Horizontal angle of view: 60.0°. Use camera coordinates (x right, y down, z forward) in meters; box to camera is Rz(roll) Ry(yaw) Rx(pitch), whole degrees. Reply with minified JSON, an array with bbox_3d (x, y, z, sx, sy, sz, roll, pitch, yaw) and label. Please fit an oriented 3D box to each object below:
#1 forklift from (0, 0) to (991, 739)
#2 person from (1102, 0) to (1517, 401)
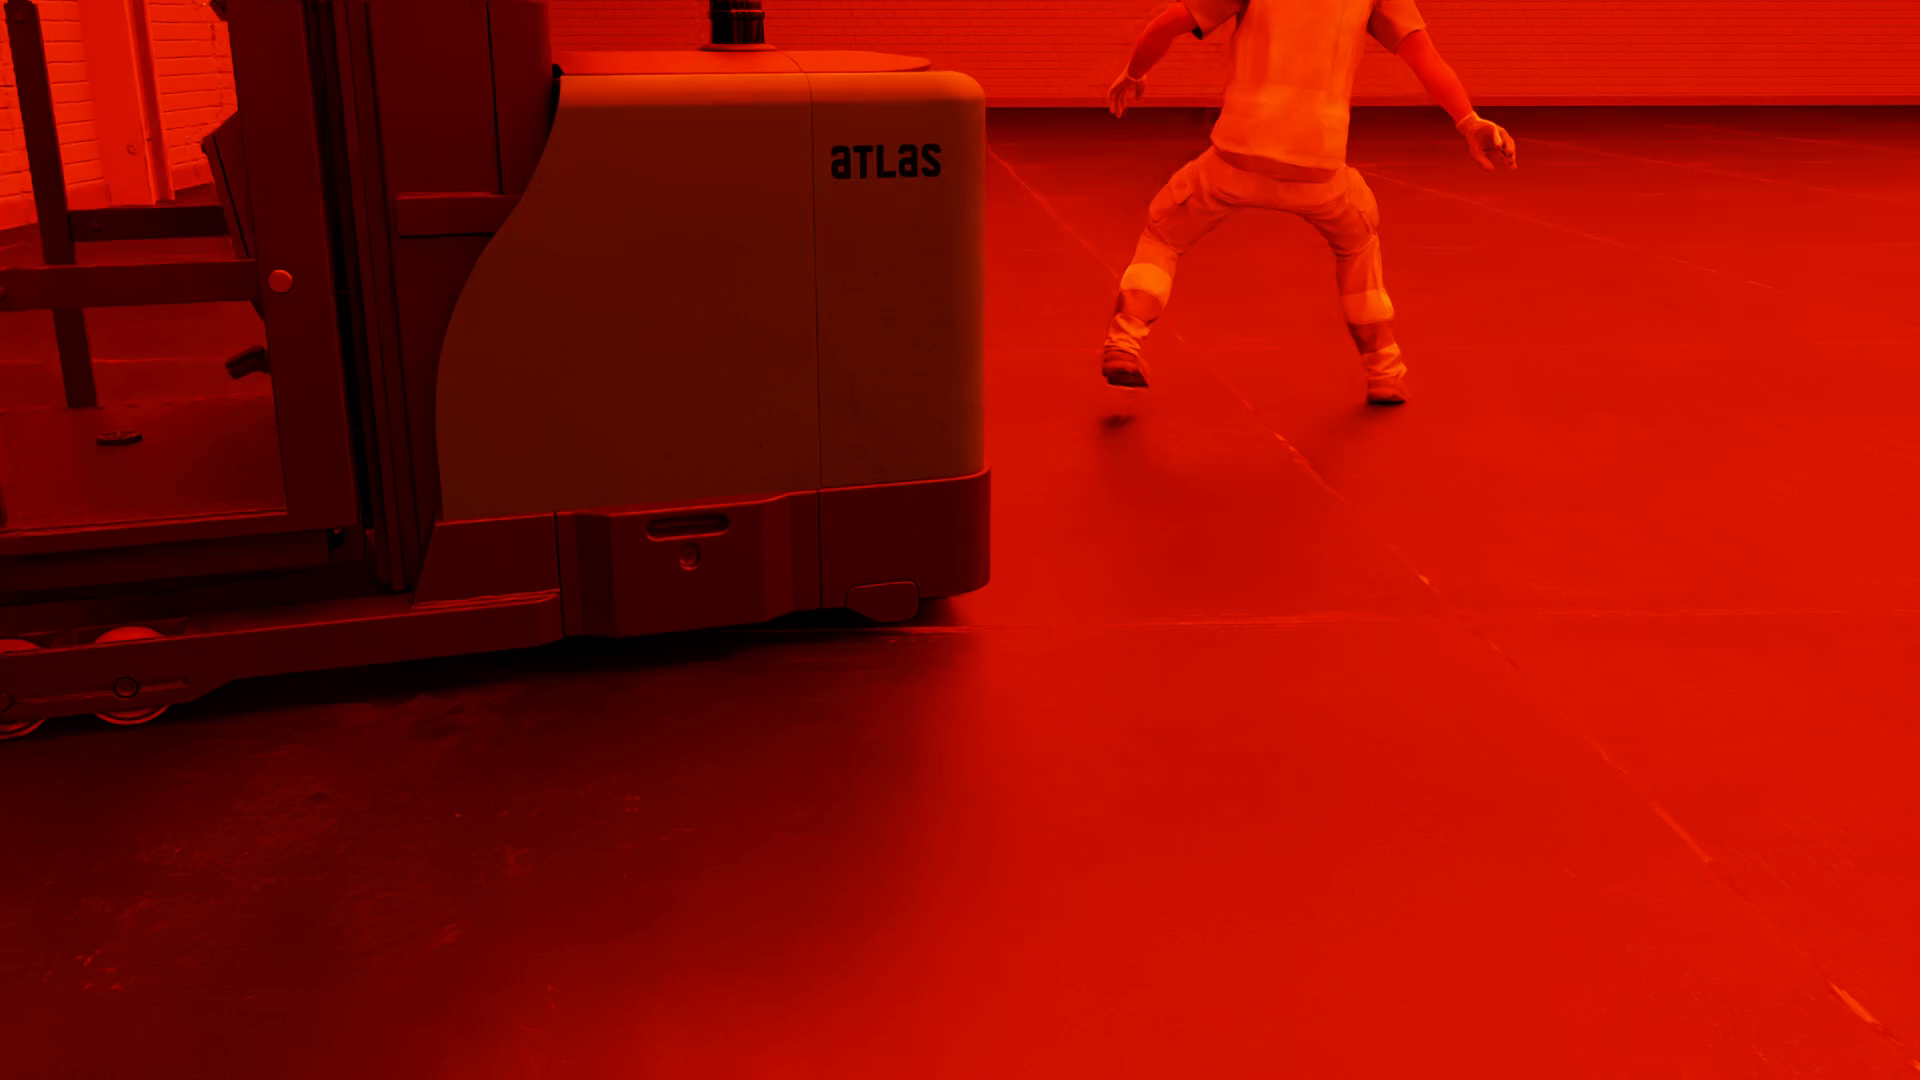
[{"bbox_3d":[-1.513,-1.238,2.954,3.031,2.935,1.130,-6,18,-18],"label":"forklift"},{"bbox_3d":[1.049,-1.168,5.095,1.200,1.684,0.560,1,17,4],"label":"person"}]
